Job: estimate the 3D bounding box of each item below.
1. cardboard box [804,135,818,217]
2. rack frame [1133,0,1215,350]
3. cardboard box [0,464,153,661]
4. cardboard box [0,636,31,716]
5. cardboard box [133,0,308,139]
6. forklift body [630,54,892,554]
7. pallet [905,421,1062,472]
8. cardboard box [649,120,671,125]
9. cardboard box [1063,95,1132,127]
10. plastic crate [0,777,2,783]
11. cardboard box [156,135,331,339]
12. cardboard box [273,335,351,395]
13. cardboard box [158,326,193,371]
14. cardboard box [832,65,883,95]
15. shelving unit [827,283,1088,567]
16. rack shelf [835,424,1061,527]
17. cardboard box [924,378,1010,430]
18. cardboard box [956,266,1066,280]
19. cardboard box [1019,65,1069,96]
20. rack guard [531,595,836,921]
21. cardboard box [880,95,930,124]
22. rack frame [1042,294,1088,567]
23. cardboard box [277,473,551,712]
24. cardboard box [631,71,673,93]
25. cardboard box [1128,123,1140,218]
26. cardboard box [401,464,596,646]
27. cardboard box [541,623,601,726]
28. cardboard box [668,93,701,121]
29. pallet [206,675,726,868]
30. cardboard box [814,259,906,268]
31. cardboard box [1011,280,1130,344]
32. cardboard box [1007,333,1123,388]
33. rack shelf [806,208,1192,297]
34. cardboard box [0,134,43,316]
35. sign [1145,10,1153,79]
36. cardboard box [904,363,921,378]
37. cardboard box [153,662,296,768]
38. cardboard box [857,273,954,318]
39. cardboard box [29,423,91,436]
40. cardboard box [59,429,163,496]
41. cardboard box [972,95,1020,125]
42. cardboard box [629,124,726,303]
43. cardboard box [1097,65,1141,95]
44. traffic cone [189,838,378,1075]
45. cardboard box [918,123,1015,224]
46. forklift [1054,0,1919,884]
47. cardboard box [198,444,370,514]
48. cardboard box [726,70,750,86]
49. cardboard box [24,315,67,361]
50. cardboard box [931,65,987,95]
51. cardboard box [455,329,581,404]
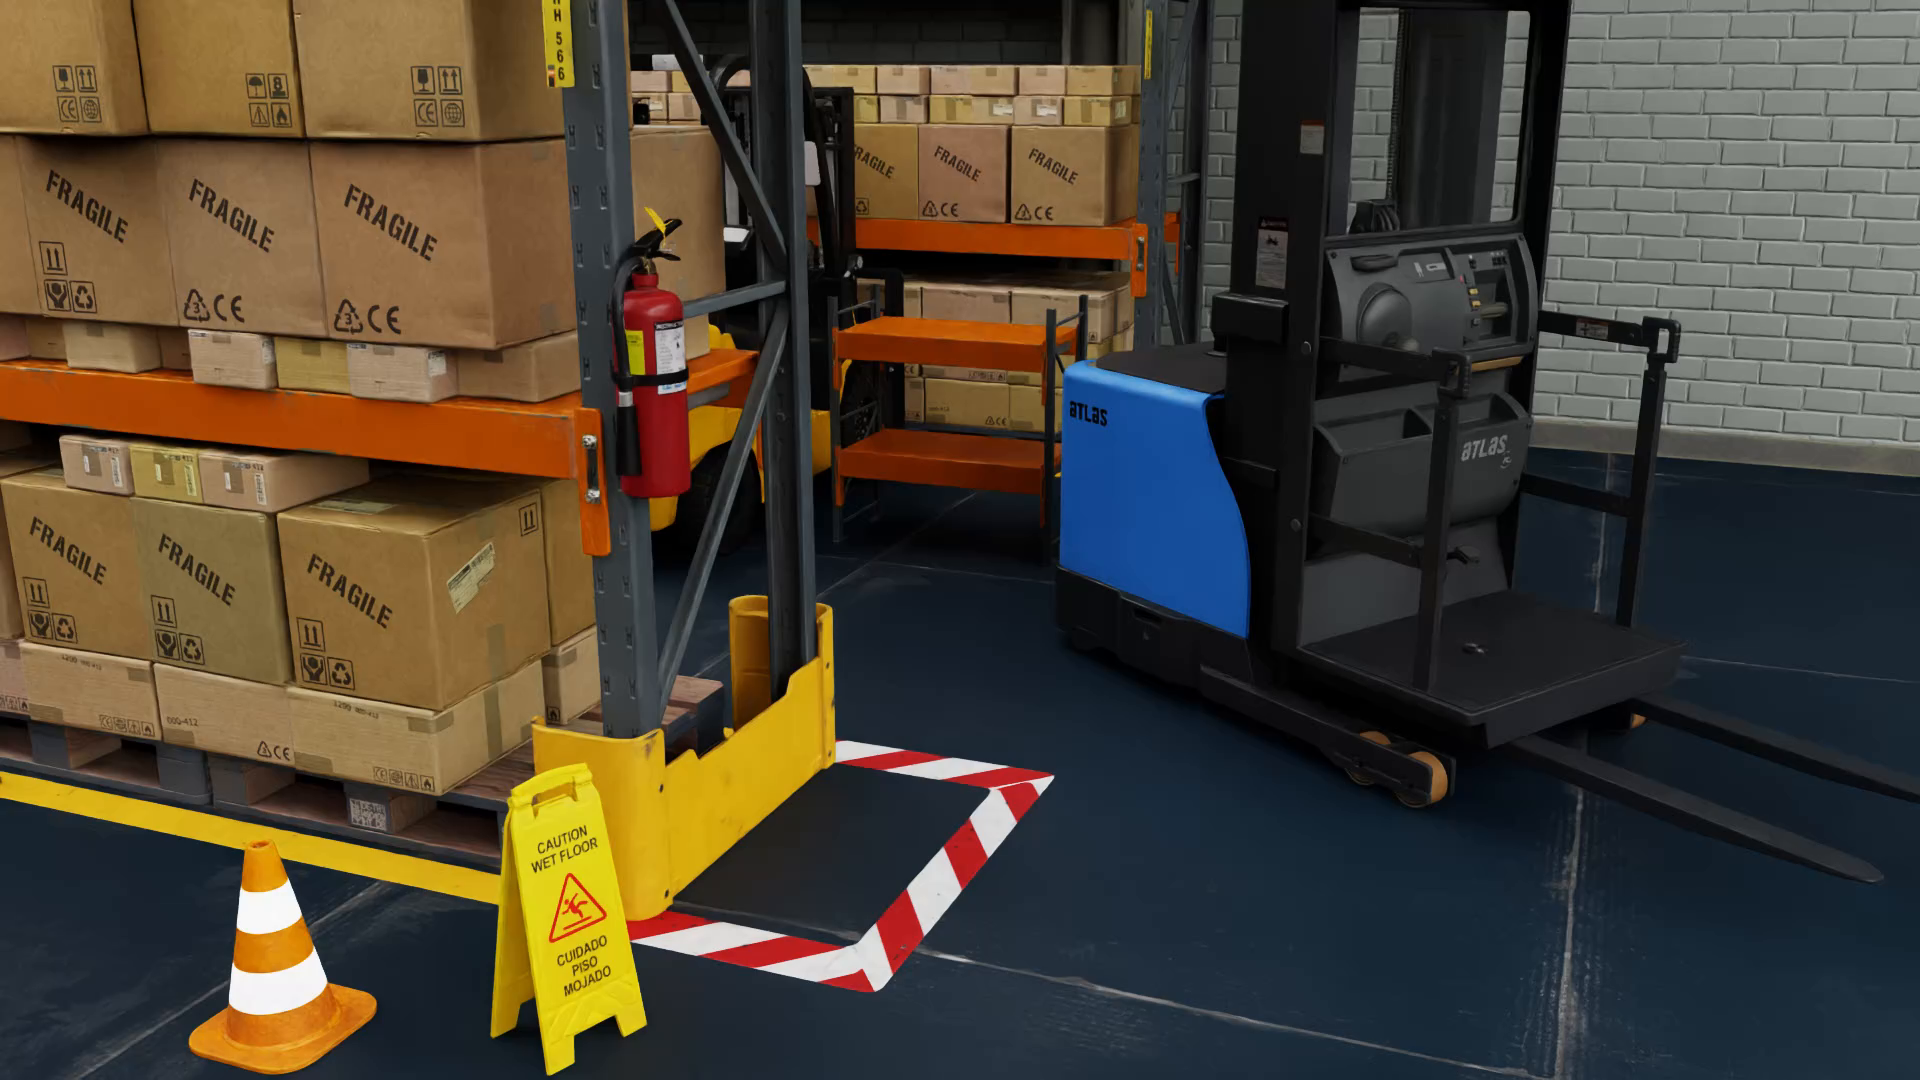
[{"bbox_3d":[-0.843,-2.088,9.306,0.500,0.500,0.500,6,17,21],"label":"cardboard box"},{"bbox_3d":[1.139,-1.901,8.843,0.127,3.000,1.000,6,17,21],"label":"rack frame"},{"bbox_3d":[-2.473,0.025,5.041,0.500,0.500,0.500,6,17,19],"label":"cardboard box"},{"bbox_3d":[-2.955,0.332,5.329,0.500,0.250,0.500,6,17,20],"label":"cardboard box"},{"bbox_3d":[-1.702,-1.334,4.382,0.500,0.500,0.700,6,17,21],"label":"cardboard box"},{"bbox_3d":[-1.294,-1.214,7.999,1.214,2.155,2.313,6,17,21],"label":"forklift body"},{"bbox_3d":[0.413,-0.630,9.463,1.213,0.211,1.003,6,17,21],"label":"pallet"},{"bbox_3d":[-1.774,-2.196,9.680,0.500,0.500,0.500,7,17,22],"label":"cardboard box"},{"bbox_3d":[0.714,-2.224,8.610,0.250,0.149,0.380,7,17,21],"label":"cardboard box"},{"bbox_3d":[-3.240,0.753,4.938,0.583,0.080,0.402,0,16,1],"label":"plastic crate"},{"bbox_3d":[-1.749,-0.841,4.477,0.500,0.500,0.500,6,17,21],"label":"cardboard box"},{"bbox_3d":[-1.612,-0.505,4.482,0.250,0.149,0.380,6,17,20],"label":"cardboard box"},{"bbox_3d":[-2.049,-0.586,4.762,0.250,0.149,0.380,7,17,21],"label":"cardboard box"},{"bbox_3d":[-0.495,-2.490,8.995,0.250,0.149,0.380,7,17,22],"label":"cardboard box"},{"bbox_3d":[-0.006,-0.541,7.519,1.048,1.125,0.538,6,17,21],"label":"shelving unit"},{"bbox_3d":[-0.006,-0.306,7.587,1.000,0.278,0.538,6,17,21],"label":"rack shelf"},{"bbox_3d":[0.127,-0.802,9.234,0.500,0.250,0.500,6,17,21],"label":"cardboard box"},{"bbox_3d":[0.295,-1.411,9.539,0.500,0.250,0.500,6,17,21],"label":"cardboard box"},{"bbox_3d":[0.488,-2.403,8.694,0.250,0.149,0.380,6,17,21],"label":"cardboard box"},{"bbox_3d":[-0.749,0.579,4.782,0.348,0.500,1.175,6,17,21],"label":"rack guard"},{"bbox_3d":[-0.246,-2.328,8.969,0.250,0.149,0.380,6,17,19],"label":"cardboard box"},{"bbox_3d":[0.467,-0.489,7.340,0.032,1.125,0.500,6,17,21],"label":"rack frame"},{"bbox_3d":[-1.519,0.131,4.676,0.500,0.500,0.500,6,17,21],"label":"cardboard box"},{"bbox_3d":[-1.675,-2.623,9.453,0.250,0.149,0.380,7,17,22],"label":"cardboard box"},{"bbox_3d":[0.780,-2.072,9.251,0.500,0.500,0.500,7,18,22],"label":"cardboard box"},{"bbox_3d":[-1.350,-0.011,5.166,0.500,0.500,0.500,6,17,19],"label":"cardboard box"},{"bbox_3d":[-1.327,0.351,5.263,0.500,0.250,0.500,6,17,20],"label":"cardboard box"},{"bbox_3d":[-1.442,-2.452,9.397,0.250,0.149,0.380,6,17,20],"label":"cardboard box"},{"bbox_3d":[-1.492,0.626,5.140,1.213,0.211,1.003,6,17,21],"label":"pallet"},{"bbox_3d":[-0.640,-1.519,9.912,0.500,0.250,0.500,6,17,20],"label":"cardboard box"},{"bbox_3d":[0.596,-1.229,8.912,0.500,0.250,0.500,7,18,22],"label":"cardboard box"},{"bbox_3d":[0.572,-0.991,8.990,0.500,0.250,0.500,6,17,20],"label":"cardboard box"},{"bbox_3d":[-0.721,-1.760,9.648,4.000,0.370,1.077,6,17,21],"label":"rack shelf"},{"bbox_3d":[-2.677,-0.950,4.852,0.500,0.500,0.500,6,17,21],"label":"cardboard box"},{"bbox_3d":[0.927,-2.432,8.168,0.005,0.325,0.100,6,17,21],"label":"sign"},{"bbox_3d":[-0.379,-1.093,9.339,0.500,0.250,0.500,6,17,19],"label":"cardboard box"},{"bbox_3d":[-2.008,0.437,4.966,0.500,0.250,0.500,6,17,21],"label":"cardboard box"},{"bbox_3d":[-0.354,-1.329,9.255,0.500,0.250,0.500,7,17,21],"label":"cardboard box"},{"bbox_3d":[-2.802,-0.170,5.711,0.500,0.500,0.500,7,18,24],"label":"cardboard box"},{"bbox_3d":[-2.363,-0.255,4.841,0.250,0.149,0.380,7,18,23],"label":"cardboard box"},{"bbox_3d":[0.246,-2.284,8.820,0.250,0.149,0.380,7,17,22],"label":"cardboard box"},{"bbox_3d":[-1.017,-0.925,4.766,0.500,0.500,0.500,6,17,20],"label":"cardboard box"},{"bbox_3d":[0.905,-2.493,9.006,0.250,0.149,0.380,6,17,20],"label":"cardboard box"},{"bbox_3d":[-1.552,0.895,3.760,0.334,0.463,0.336,6,17,21],"label":"traffic cone"},{"bbox_3d":[0.106,-1.987,8.959,0.500,0.500,0.500,7,18,22],"label":"cardboard box"},{"bbox_3d":[1.613,-0.764,5.050,1.130,2.935,3.031,-11,20,-33],"label":"forklift"},{"bbox_3d":[-1.886,-0.201,4.655,0.250,0.149,0.380,7,18,22],"label":"cardboard box"},{"bbox_3d":[-1.167,-2.592,9.346,0.250,0.149,0.380,6,17,20],"label":"cardboard box"},{"bbox_3d":[-2.520,-0.637,4.939,0.250,0.149,0.380,6,17,21],"label":"cardboard box"},{"bbox_3d":[0.030,-2.467,8.916,0.250,0.149,0.380,6,17,21],"label":"cardboard box"},{"bbox_3d":[-1.105,-0.476,4.383,0.250,0.149,0.380,7,18,22],"label":"cardboard box"}]
